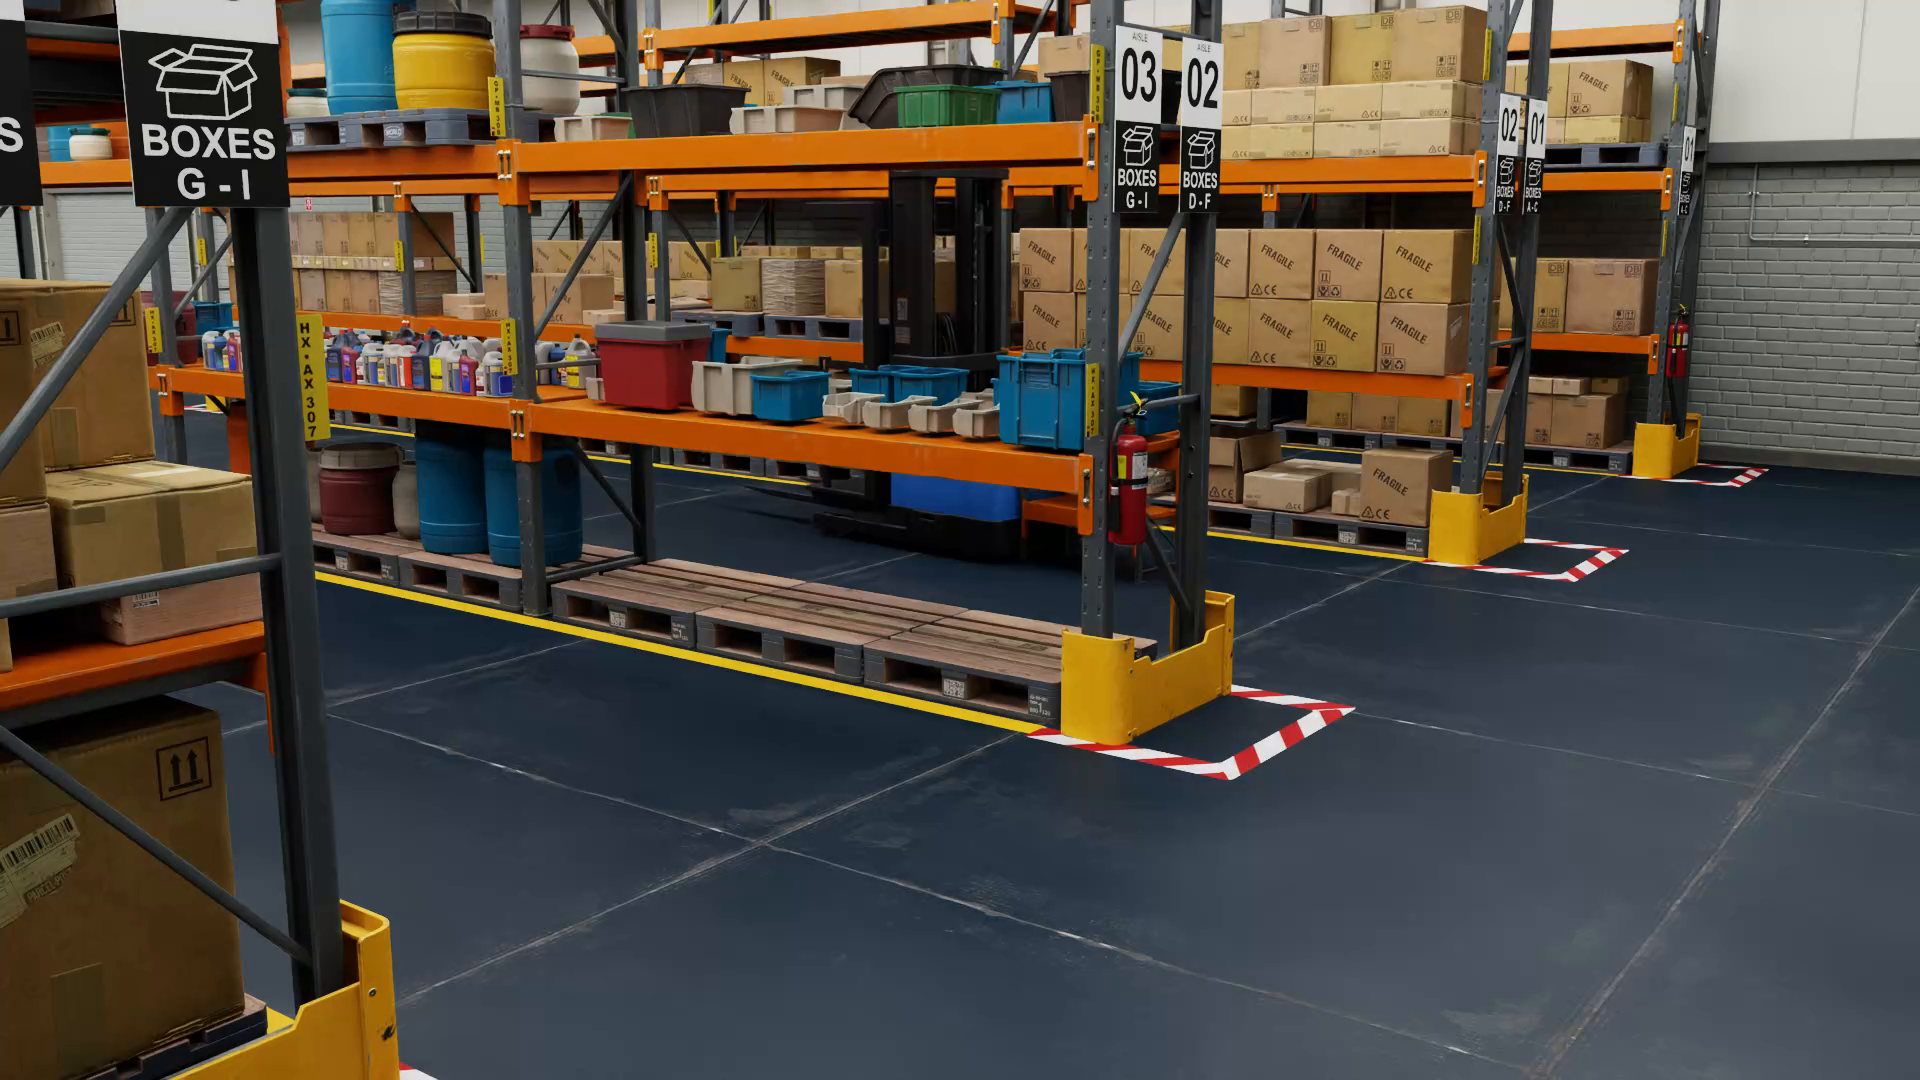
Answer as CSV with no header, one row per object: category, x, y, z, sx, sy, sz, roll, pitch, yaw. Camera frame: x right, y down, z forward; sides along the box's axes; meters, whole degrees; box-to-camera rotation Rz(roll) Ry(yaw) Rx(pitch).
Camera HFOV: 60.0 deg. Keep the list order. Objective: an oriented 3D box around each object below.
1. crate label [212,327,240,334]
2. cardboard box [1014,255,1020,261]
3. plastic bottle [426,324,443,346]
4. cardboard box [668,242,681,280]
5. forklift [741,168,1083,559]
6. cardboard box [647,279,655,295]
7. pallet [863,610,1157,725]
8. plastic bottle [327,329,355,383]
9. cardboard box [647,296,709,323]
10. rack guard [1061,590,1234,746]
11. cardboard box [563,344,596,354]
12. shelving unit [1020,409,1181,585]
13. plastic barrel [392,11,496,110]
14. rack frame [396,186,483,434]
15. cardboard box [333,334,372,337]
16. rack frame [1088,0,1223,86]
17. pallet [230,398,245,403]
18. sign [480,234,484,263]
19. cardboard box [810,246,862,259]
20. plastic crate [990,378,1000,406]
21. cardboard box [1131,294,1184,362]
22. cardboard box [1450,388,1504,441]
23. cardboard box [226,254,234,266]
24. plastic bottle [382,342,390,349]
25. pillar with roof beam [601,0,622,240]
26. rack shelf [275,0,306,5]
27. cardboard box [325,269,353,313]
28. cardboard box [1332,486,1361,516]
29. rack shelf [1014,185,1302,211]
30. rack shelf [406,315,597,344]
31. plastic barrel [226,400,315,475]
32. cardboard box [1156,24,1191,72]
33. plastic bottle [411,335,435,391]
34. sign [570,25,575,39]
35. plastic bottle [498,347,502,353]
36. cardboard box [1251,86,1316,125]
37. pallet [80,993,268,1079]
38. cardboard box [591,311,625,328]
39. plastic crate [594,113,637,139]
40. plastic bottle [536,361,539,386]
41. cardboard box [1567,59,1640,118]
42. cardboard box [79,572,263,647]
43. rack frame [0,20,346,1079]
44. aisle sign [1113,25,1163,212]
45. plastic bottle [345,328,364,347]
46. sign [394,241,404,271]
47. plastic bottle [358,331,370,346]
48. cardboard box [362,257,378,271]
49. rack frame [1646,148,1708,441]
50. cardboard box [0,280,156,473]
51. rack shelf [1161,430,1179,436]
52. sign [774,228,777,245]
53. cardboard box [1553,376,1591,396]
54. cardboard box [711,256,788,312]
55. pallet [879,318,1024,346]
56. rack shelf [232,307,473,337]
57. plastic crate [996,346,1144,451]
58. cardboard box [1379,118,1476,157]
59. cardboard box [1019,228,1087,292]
crate label,-5.660,-1.553,13.102,0.416,0.233,0.303,8,13,36
cardboard box,0.978,-3.098,19.548,0.500,0.500,0.500,9,14,37
plastic bottle,-3.683,-1.338,11.678,0.185,0.351,0.144,8,13,36
cardboard box,-3.872,-3.863,22.966,0.500,0.500,0.500,8,13,35
forklift,-0.482,-1.522,12.683,3.031,2.935,1.130,10,15,43
cardboard box,-4.275,-3.552,23.333,0.500,0.250,0.500,8,13,35
pallet,0.264,0.639,8.671,1.213,0.211,1.003,8,13,36
plastic bottle,-4.141,-1.234,11.140,0.185,0.351,0.144,8,13,36
cardboard box,-2.875,-2.292,16.717,0.500,0.311,0.500,9,14,39
rack guard,0.932,0.597,8.130,0.348,0.500,1.175,8,13,36
cardboard box,-5.622,-2.751,24.774,0.500,0.311,0.500,6,13,29
shelving unit,0.972,-0.359,11.425,1.048,1.125,0.538,10,15,43
plastic barrel,-3.174,-2.924,10.248,0.600,0.588,0.600,0,11,0
rack frame,-5.832,-2.738,18.787,0.127,3.000,1.000,8,13,36
cardboard box,-7.633,-2.288,20.616,0.500,0.500,0.500,8,13,36
rack frame,0.905,-3.577,7.326,0.127,3.000,1.000,8,13,36
pallet,-8.415,-1.740,20.965,1.213,0.211,1.003,8,13,36
sign,-5.518,-3.352,19.120,0.005,0.325,0.100,8,13,36
cardboard box,-1.517,-3.567,21.647,0.500,0.500,0.700,10,15,43
plastic crate,0.371,-0.731,8.693,0.300,0.233,0.416,8,13,36
cardboard box,1.682,-1.675,13.029,0.500,0.500,0.500,8,13,35
cardboard box,5.337,-1.303,16.843,0.500,0.500,0.700,7,13,34
cardboard box,-8.867,-3.479,20.642,0.250,0.149,0.380,8,13,35
plastic bottle,-4.147,-1.335,12.055,0.097,0.201,0.097,0,11,0
pillar with roof beam,-7.599,-6.287,21.335,0.400,9.000,9.100,8,13,36
rack shelf,-3.931,-3.702,10.919,4.000,0.370,1.077,8,13,36
cardboard box,-7.024,-2.952,19.626,0.500,0.500,0.700,8,14,36
cardboard box,2.983,-0.297,12.468,0.250,0.166,0.380,8,13,36
rack shelf,1.933,-3.942,19.006,4.000,0.370,1.077,8,13,36
rack shelf,-4.220,-2.160,17.693,4.000,0.370,1.077,8,13,36
plastic barrel,-5.138,-0.619,12.440,0.708,0.830,0.600,8,13,36
cardboard box,1.757,-3.670,12.808,0.500,0.500,0.700,8,13,36
plastic bottle,-3.402,-1.131,10.608,0.185,0.351,0.144,8,13,36
sign,-5.782,-7.511,24.788,0.005,0.325,0.100,8,13,36
plastic bottle,-3.078,-1.230,11.298,0.133,0.283,0.061,8,13,36
cardboard box,2.471,-3.165,12.176,0.500,0.250,0.500,8,13,36
pallet,-2.717,1.418,4.644,1.213,0.211,1.003,8,13,36
cardboard box,-3.496,-2.224,16.790,0.250,0.149,0.380,8,13,36
plastic crate,-1.798,-2.448,9.949,0.662,0.188,0.450,8,13,36
plastic bottle,-2.820,-1.114,10.913,0.097,0.201,0.097,0,11,0
cardboard box,6.018,-4.211,15.554,0.500,0.500,0.500,8,13,35
cardboard box,-2.117,0.160,4.468,0.250,0.149,0.380,8,14,36
rack frame,-2.026,0.127,3.976,0.127,3.000,1.000,8,13,36
aisle sign,0.790,-1.855,7.375,0.004,0.787,0.394,8,13,36
plastic bottle,-4.159,-1.272,11.339,0.185,0.351,0.144,8,13,36
sign,-6.159,-3.117,18.257,0.005,0.325,0.100,8,13,36
plastic bottle,-4.382,-1.402,12.218,0.097,0.271,0.097,0,11,0
cardboard box,-6.588,-3.161,19.000,0.250,0.149,0.380,7,13,34
rack frame,6.769,-2.148,15.736,0.127,3.000,1.000,8,13,36
cardboard box,-2.656,-0.465,4.674,0.500,0.500,0.500,8,13,34
rack shelf,0.972,-0.647,11.369,1.000,0.278,0.538,10,15,43
sign,-2.577,-4.151,23.041,0.005,0.325,0.100,8,13,36
cardboard box,5.935,-1.495,16.130,0.250,0.149,0.380,8,13,35
cardboard box,-2.033,-2.490,16.136,0.500,0.500,0.700,3,11,17
pallet,0.037,-1.851,14.707,1.213,0.211,1.003,8,13,36
rack shelf,-7.444,-2.610,20.018,4.000,0.370,1.077,8,13,36
plastic crate,0.525,-0.687,7.934,0.499,0.435,0.616,8,13,36
cardboard box,3.270,-2.806,11.633,0.500,0.250,0.500,8,13,36
cardboard box,0.830,-2.283,13.537,0.500,0.500,0.500,8,14,37
